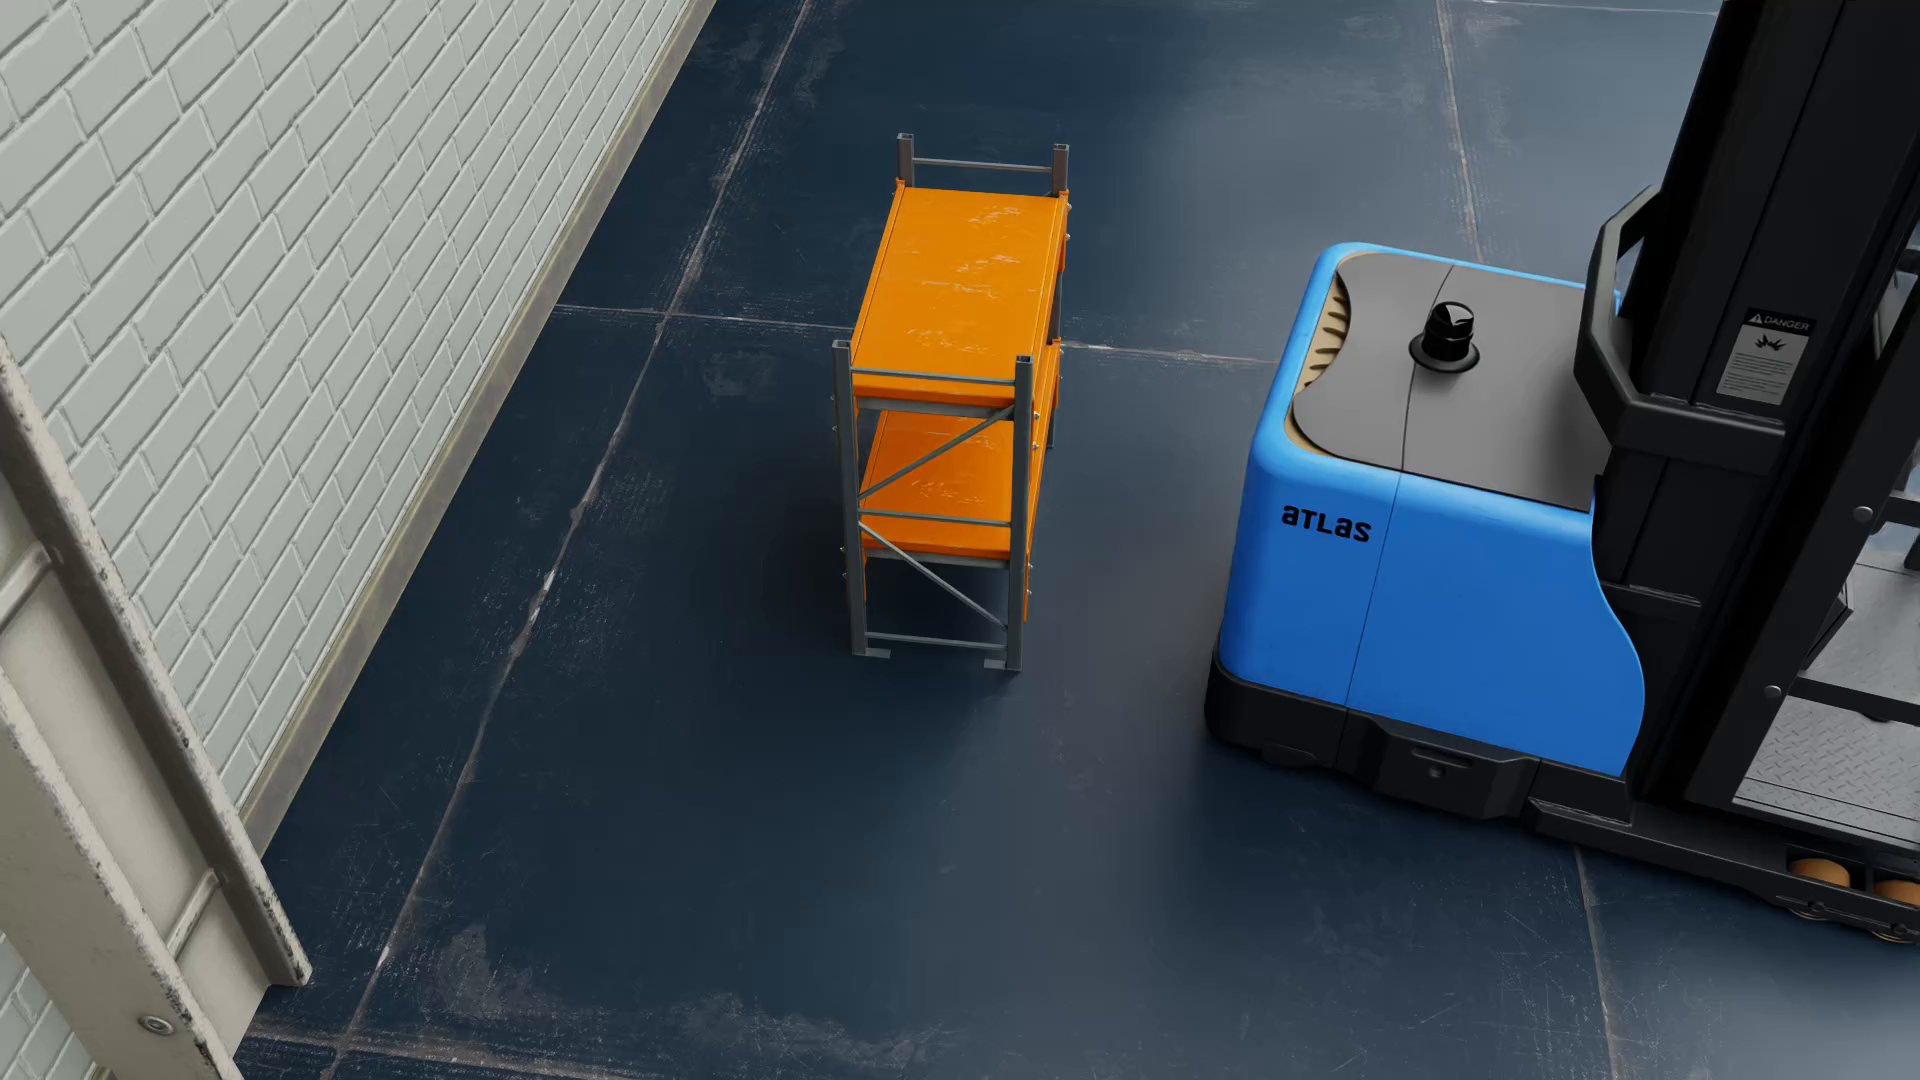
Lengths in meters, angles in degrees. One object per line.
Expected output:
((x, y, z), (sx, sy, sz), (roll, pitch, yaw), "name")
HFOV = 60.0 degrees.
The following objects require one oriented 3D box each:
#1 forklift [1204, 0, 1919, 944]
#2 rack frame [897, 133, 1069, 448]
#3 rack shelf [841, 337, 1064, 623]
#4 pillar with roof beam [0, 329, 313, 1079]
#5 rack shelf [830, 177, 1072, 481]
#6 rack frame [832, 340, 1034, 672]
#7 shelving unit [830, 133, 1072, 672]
((2.253, -0.468, 3.613), (3.031, 2.935, 1.130), (14, 45, 14), "forklift")
((0.066, -0.750, 5.224), (0.500, 1.125, 0.032), (5, 44, 6), "rack frame")
((-0.001, -0.226, 5.026), (0.538, 0.278, 1.000), (5, 44, 6), "rack shelf")
((2.484, -1.695, 0.496), (9.100, 9.000, 0.400), (5, 44, 6), "pillar with roof beam")
((-0.001, -0.616, 4.657), (0.538, 0.278, 1.000), (5, 44, 6), "rack shelf")
((-0.068, -0.057, 4.492), (0.500, 1.125, 0.032), (5, 44, 6), "rack frame")
((-0.001, -0.404, 4.858), (0.538, 1.125, 1.048), (5, 44, 6), "shelving unit")
